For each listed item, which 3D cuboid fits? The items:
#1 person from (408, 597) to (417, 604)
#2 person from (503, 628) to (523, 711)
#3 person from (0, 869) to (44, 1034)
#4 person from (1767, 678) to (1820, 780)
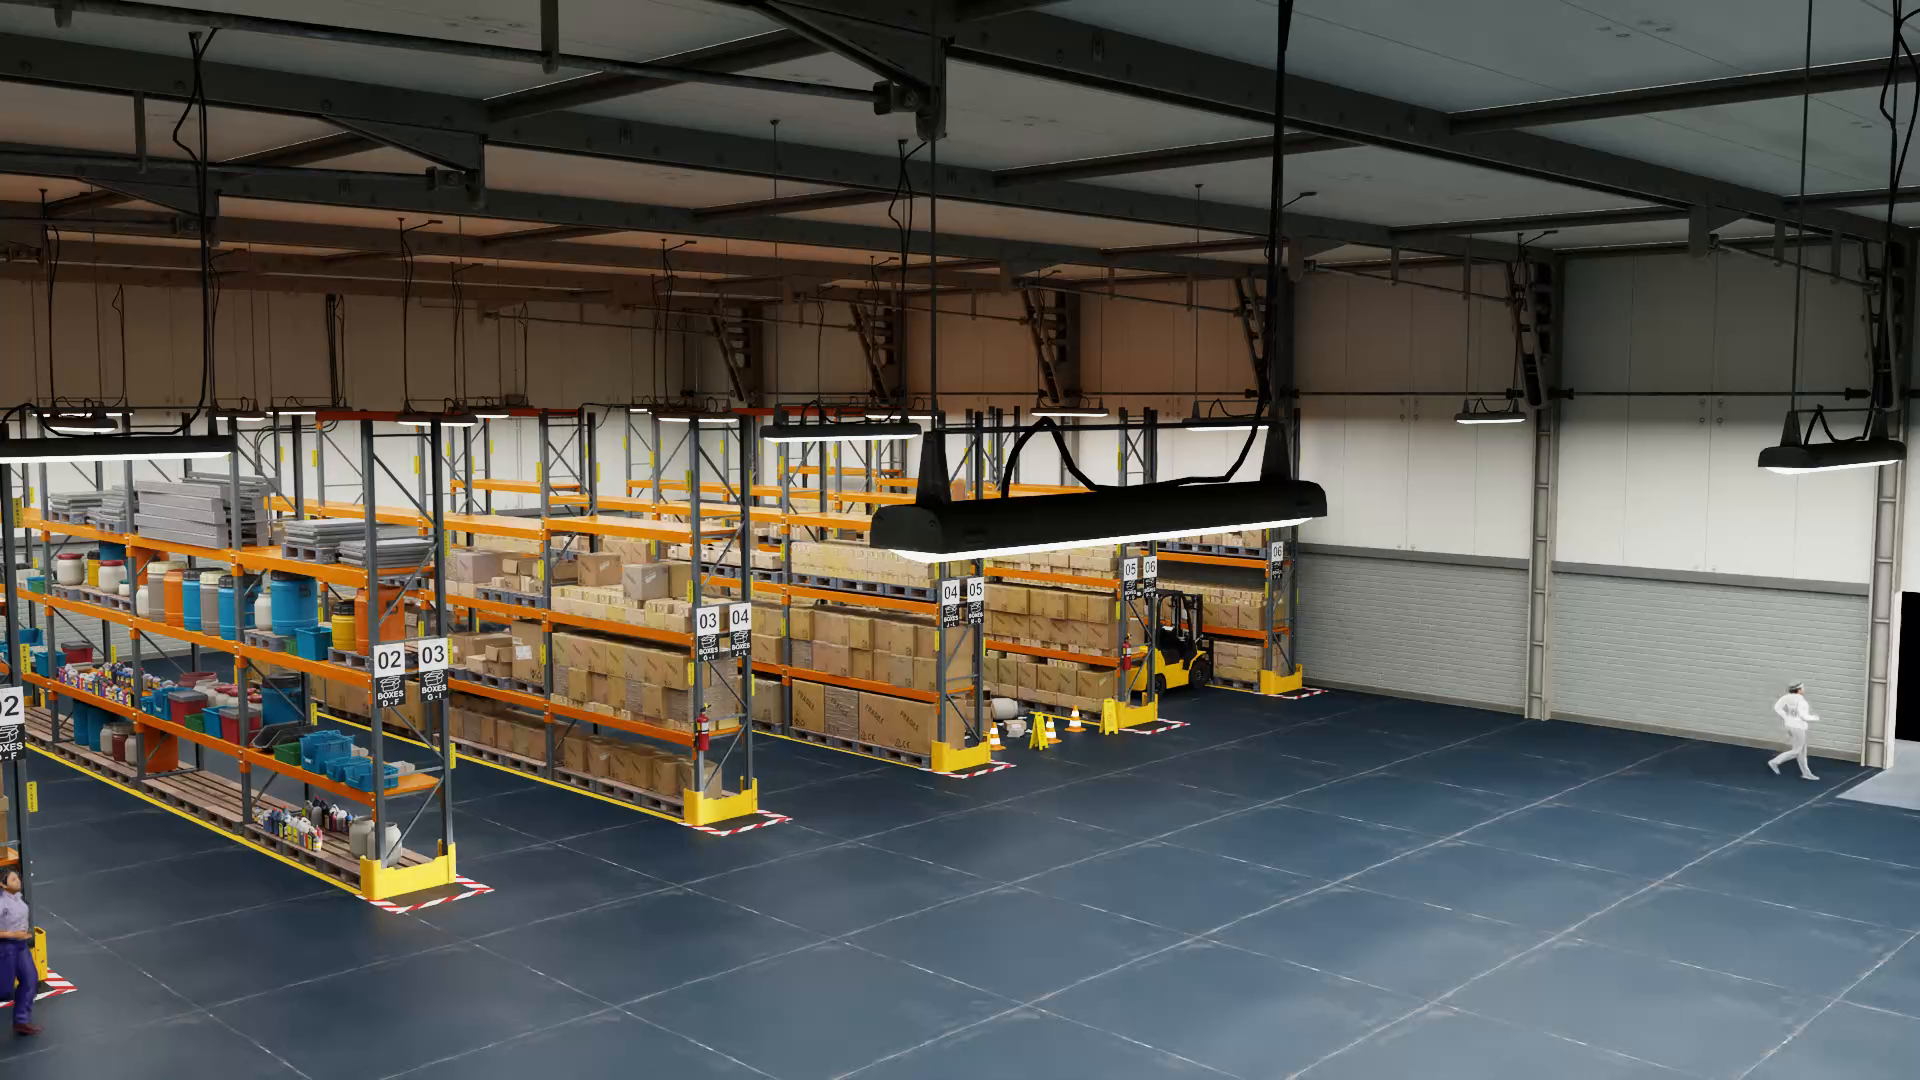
[{"bbox_3d":[-12.729,2.084,38.352,0.700,1.707,0.535,0,5,0],"label":"person"},{"bbox_3d":[-8.846,2.599,32.518,0.803,1.772,0.642,4,6,35],"label":"person"},{"bbox_3d":[-9.479,4.078,16.481,0.748,1.642,0.618,0,5,-5],"label":"person"},{"bbox_3d":[13.591,3.086,27.081,0.901,1.693,0.616,0,5,-3],"label":"person"}]
